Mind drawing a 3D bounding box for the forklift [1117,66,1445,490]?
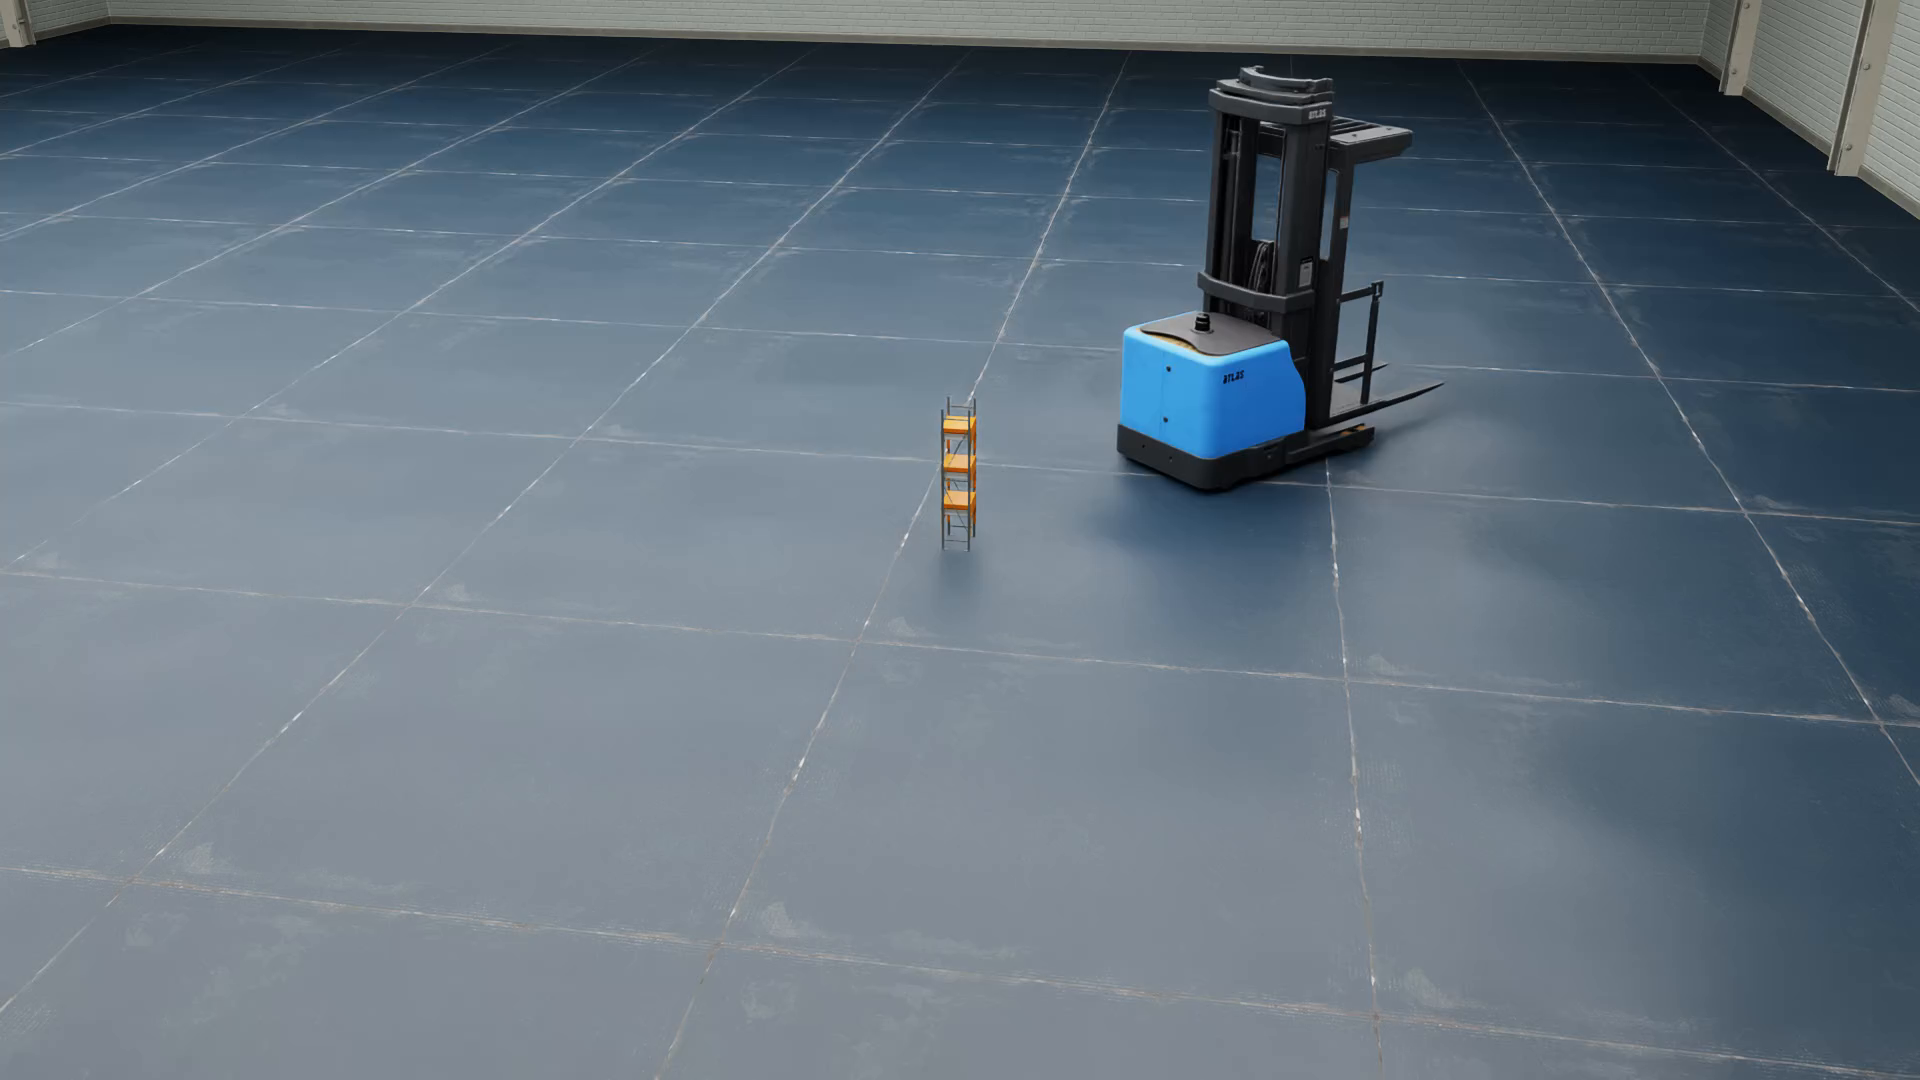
[{"bbox_3d":[2.718,-2.191,13.019,3.031,2.935,1.130,-18,30,-33],"label":"forklift"}]

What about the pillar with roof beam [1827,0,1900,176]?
[{"bbox_3d":[7.613,-9.304,21.057,9.100,9.000,0.400,4,25,9],"label":"pillar with roof beam"}]

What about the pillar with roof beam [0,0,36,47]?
[{"bbox_3d":[-13.989,-13.399,29.806,9.100,9.000,0.400,4,25,9],"label":"pillar with roof beam"}]

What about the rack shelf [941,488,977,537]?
[{"bbox_3d":[-0.009,-0.192,11.646,0.215,0.259,0.240,4,25,9],"label":"rack shelf"}]

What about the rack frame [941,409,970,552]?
[{"bbox_3d":[-0.029,-0.402,11.415,0.200,1.050,0.008,4,25,9],"label":"rack frame"}]

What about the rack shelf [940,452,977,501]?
[{"bbox_3d":[-0.009,-0.444,11.528,0.215,0.259,0.240,4,25,9],"label":"rack shelf"}]

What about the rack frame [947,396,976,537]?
[{"bbox_3d":[0.011,-0.504,11.633,0.200,1.050,0.008,4,25,9],"label":"rack frame"}]

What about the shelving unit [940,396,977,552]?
[{"bbox_3d":[-0.009,-0.453,11.524,0.215,1.050,0.252,4,25,9],"label":"shelving unit"}]

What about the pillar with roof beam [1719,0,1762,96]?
[{"bbox_3d":[8.593,-11.813,26.418,9.100,9.000,0.400,4,25,9],"label":"pillar with roof beam"}]

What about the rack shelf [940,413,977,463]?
[{"bbox_3d":[-0.009,-0.701,11.408,0.215,0.259,0.240,4,25,9],"label":"rack shelf"}]
